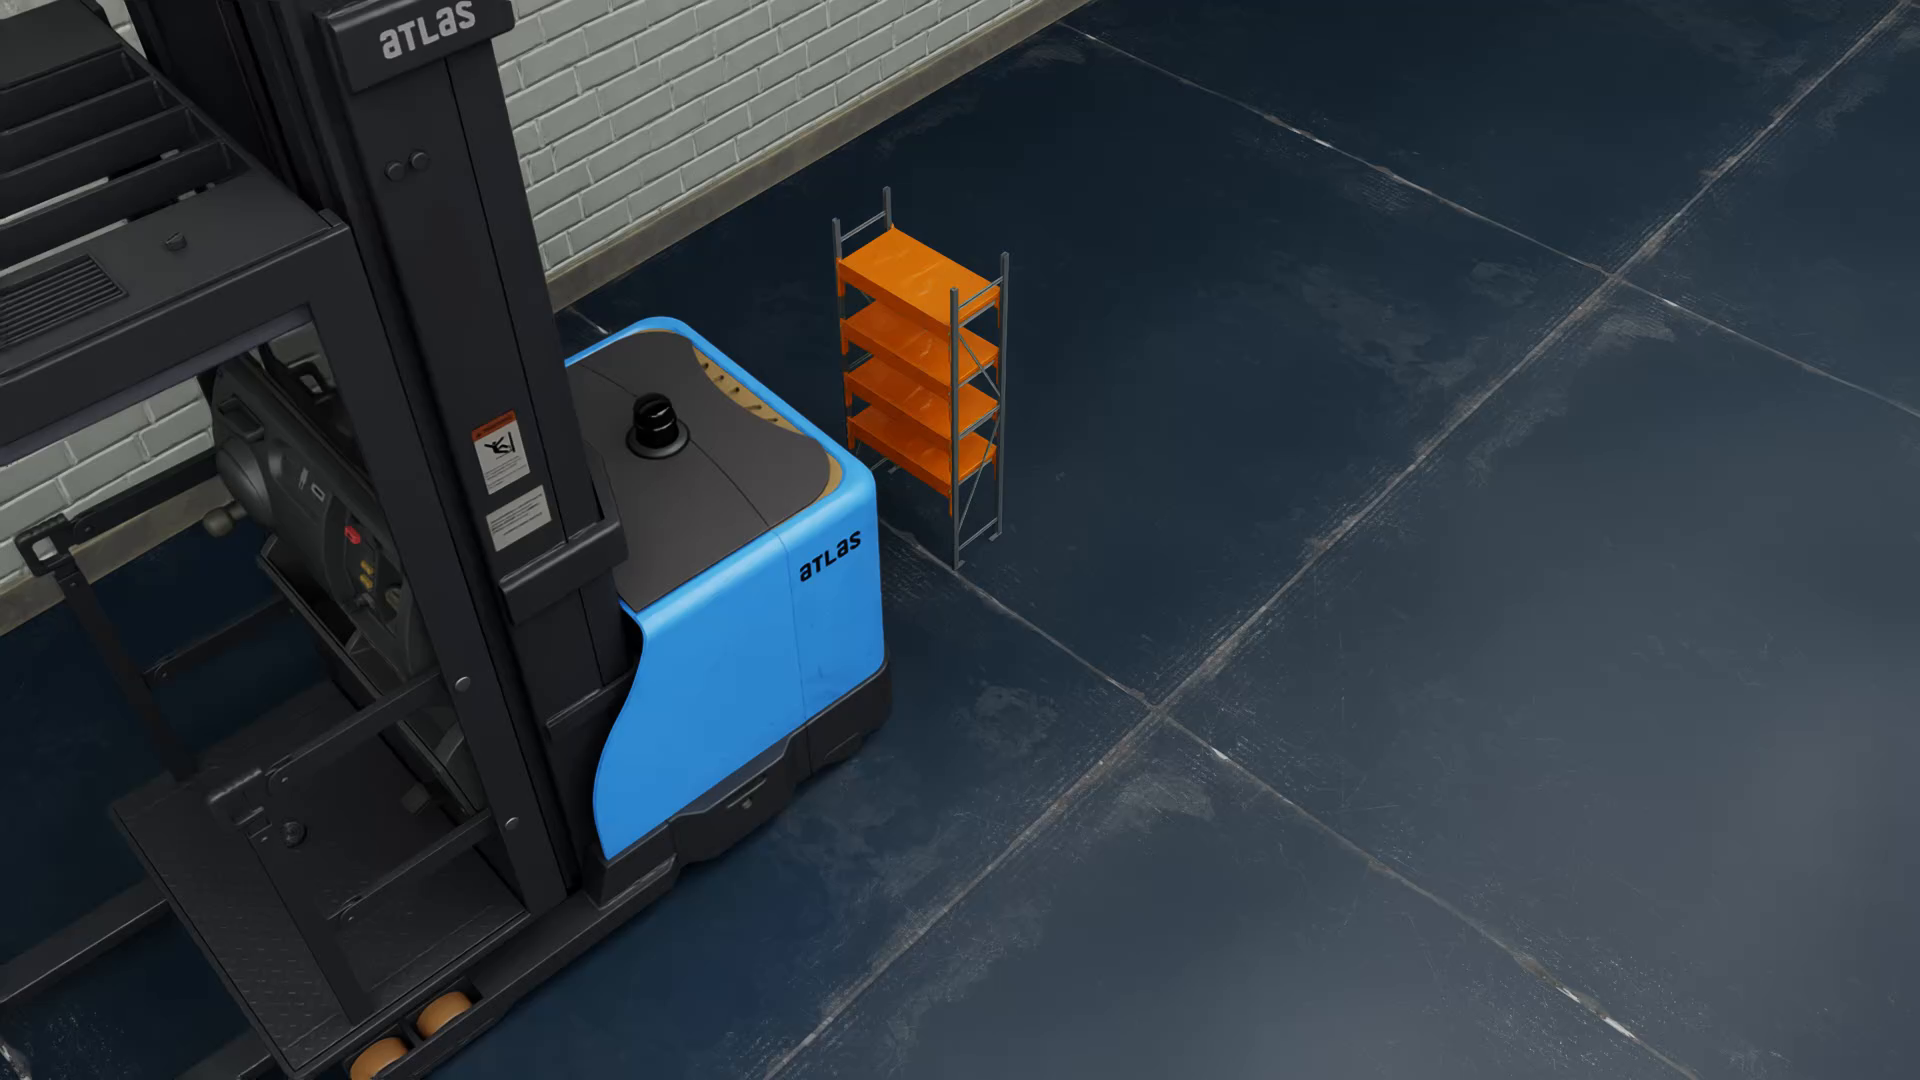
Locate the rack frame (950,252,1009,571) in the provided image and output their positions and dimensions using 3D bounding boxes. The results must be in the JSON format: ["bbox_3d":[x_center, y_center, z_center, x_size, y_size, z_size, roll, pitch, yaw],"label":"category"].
[{"bbox_3d":[0.058,-0.372,5.276,0.015,1.200,0.240,34,55,28],"label":"rack frame"}]

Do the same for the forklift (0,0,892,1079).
[{"bbox_3d":[-1.635,0.030,3.711,3.031,2.935,1.130,-34,55,-28],"label":"forklift"}]

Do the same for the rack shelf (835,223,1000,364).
[{"bbox_3d":[-0.122,-0.762,5.103,0.480,0.148,0.258,34,55,28],"label":"rack shelf"}]

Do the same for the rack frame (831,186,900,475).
[{"bbox_3d":[-0.301,-0.613,5.503,0.015,1.200,0.240,34,55,28],"label":"rack frame"}]

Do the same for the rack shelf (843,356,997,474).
[{"bbox_3d":[-0.122,-0.446,5.438,0.480,0.148,0.258,34,55,28],"label":"rack shelf"}]

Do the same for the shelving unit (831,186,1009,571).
[{"bbox_3d":[-0.122,-0.493,5.389,0.503,1.200,0.258,34,55,28],"label":"shelving unit"}]

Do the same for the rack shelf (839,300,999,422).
[{"bbox_3d":[-0.122,-0.600,5.275,0.480,0.148,0.258,34,55,28],"label":"rack shelf"}]

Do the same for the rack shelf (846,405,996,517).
[{"bbox_3d":[-0.122,-0.311,5.583,0.480,0.148,0.258,34,55,28],"label":"rack shelf"}]
